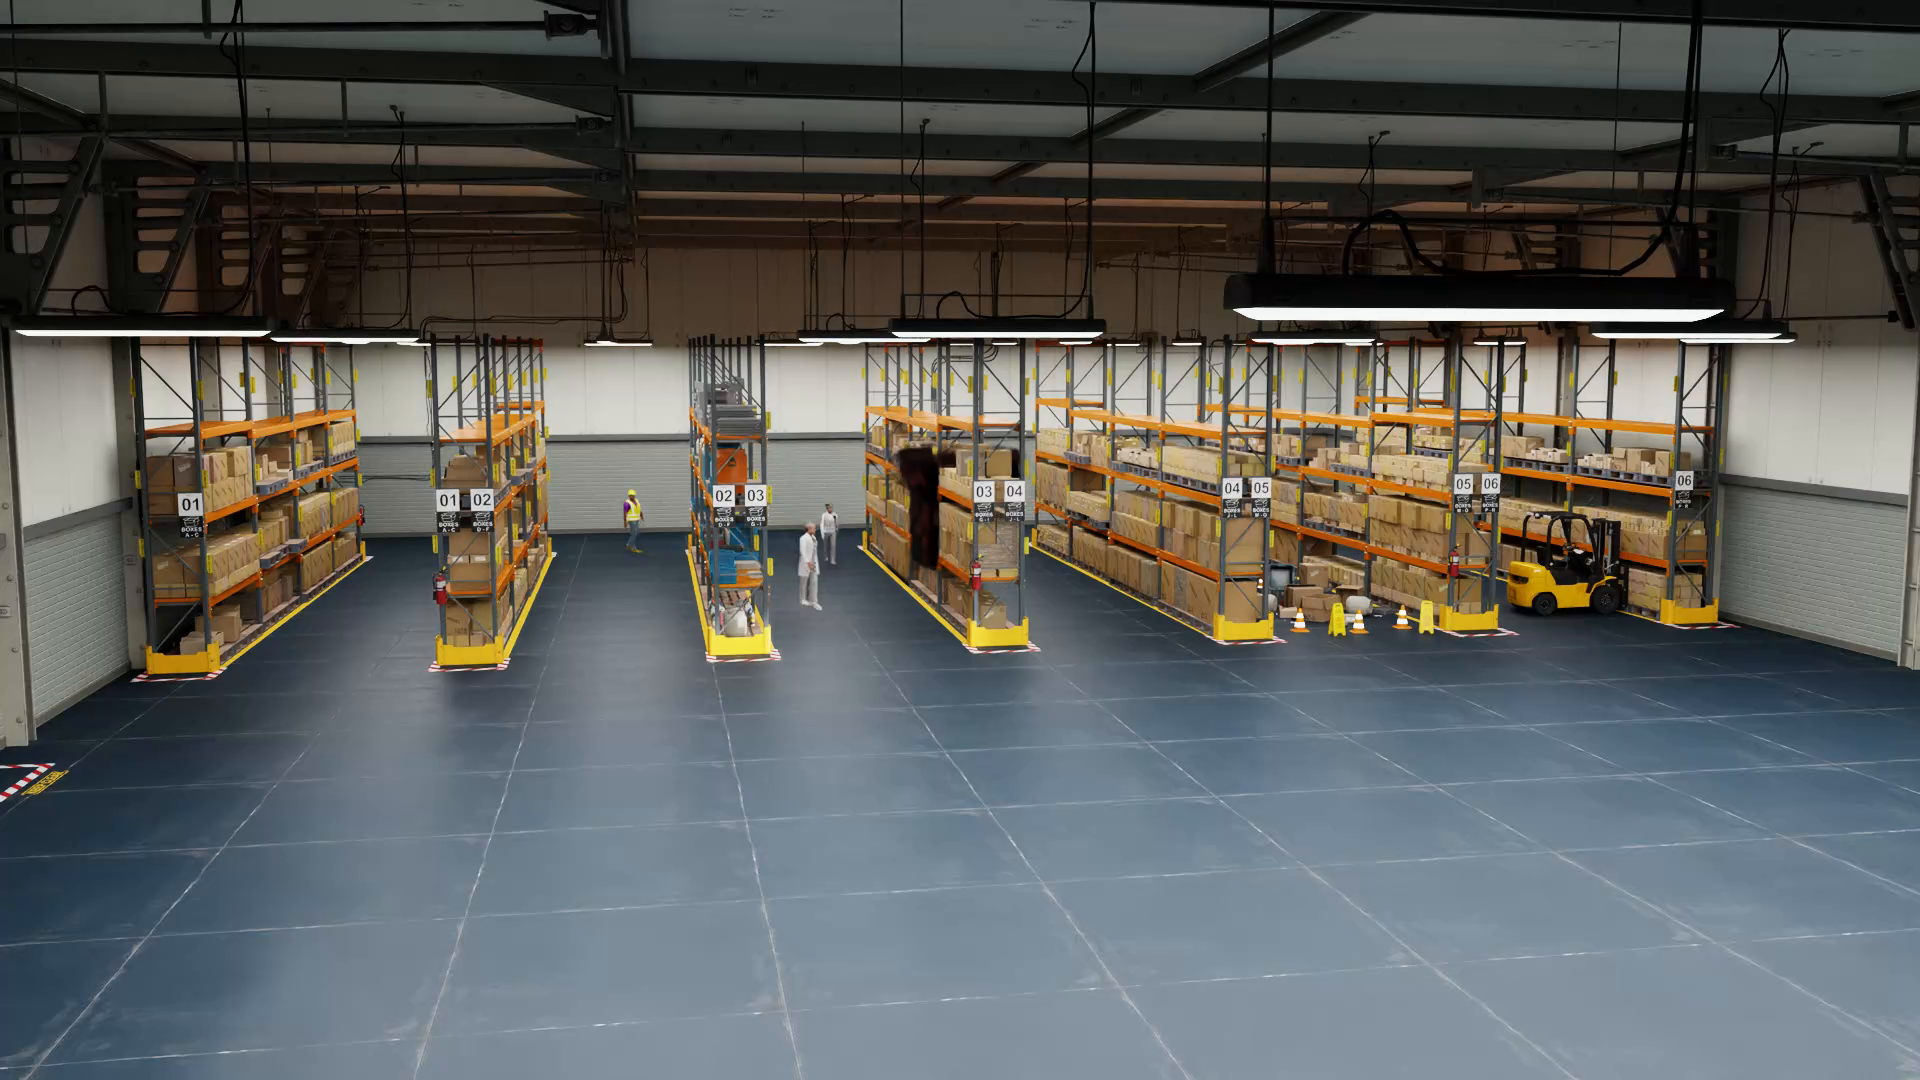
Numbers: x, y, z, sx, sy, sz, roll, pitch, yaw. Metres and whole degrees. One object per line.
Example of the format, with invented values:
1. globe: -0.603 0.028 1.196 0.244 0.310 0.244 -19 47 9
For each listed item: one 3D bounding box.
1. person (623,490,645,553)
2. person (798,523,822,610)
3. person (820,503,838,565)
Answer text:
1. person: -9.218 -0.536 47.005 0.512 1.780 0.583 1 7 8
2. person: -3.204 0.550 35.116 0.532 1.829 0.791 -5 8 -37
3. person: -3.496 -0.184 44.438 0.478 1.636 0.948 -1 7 -9
